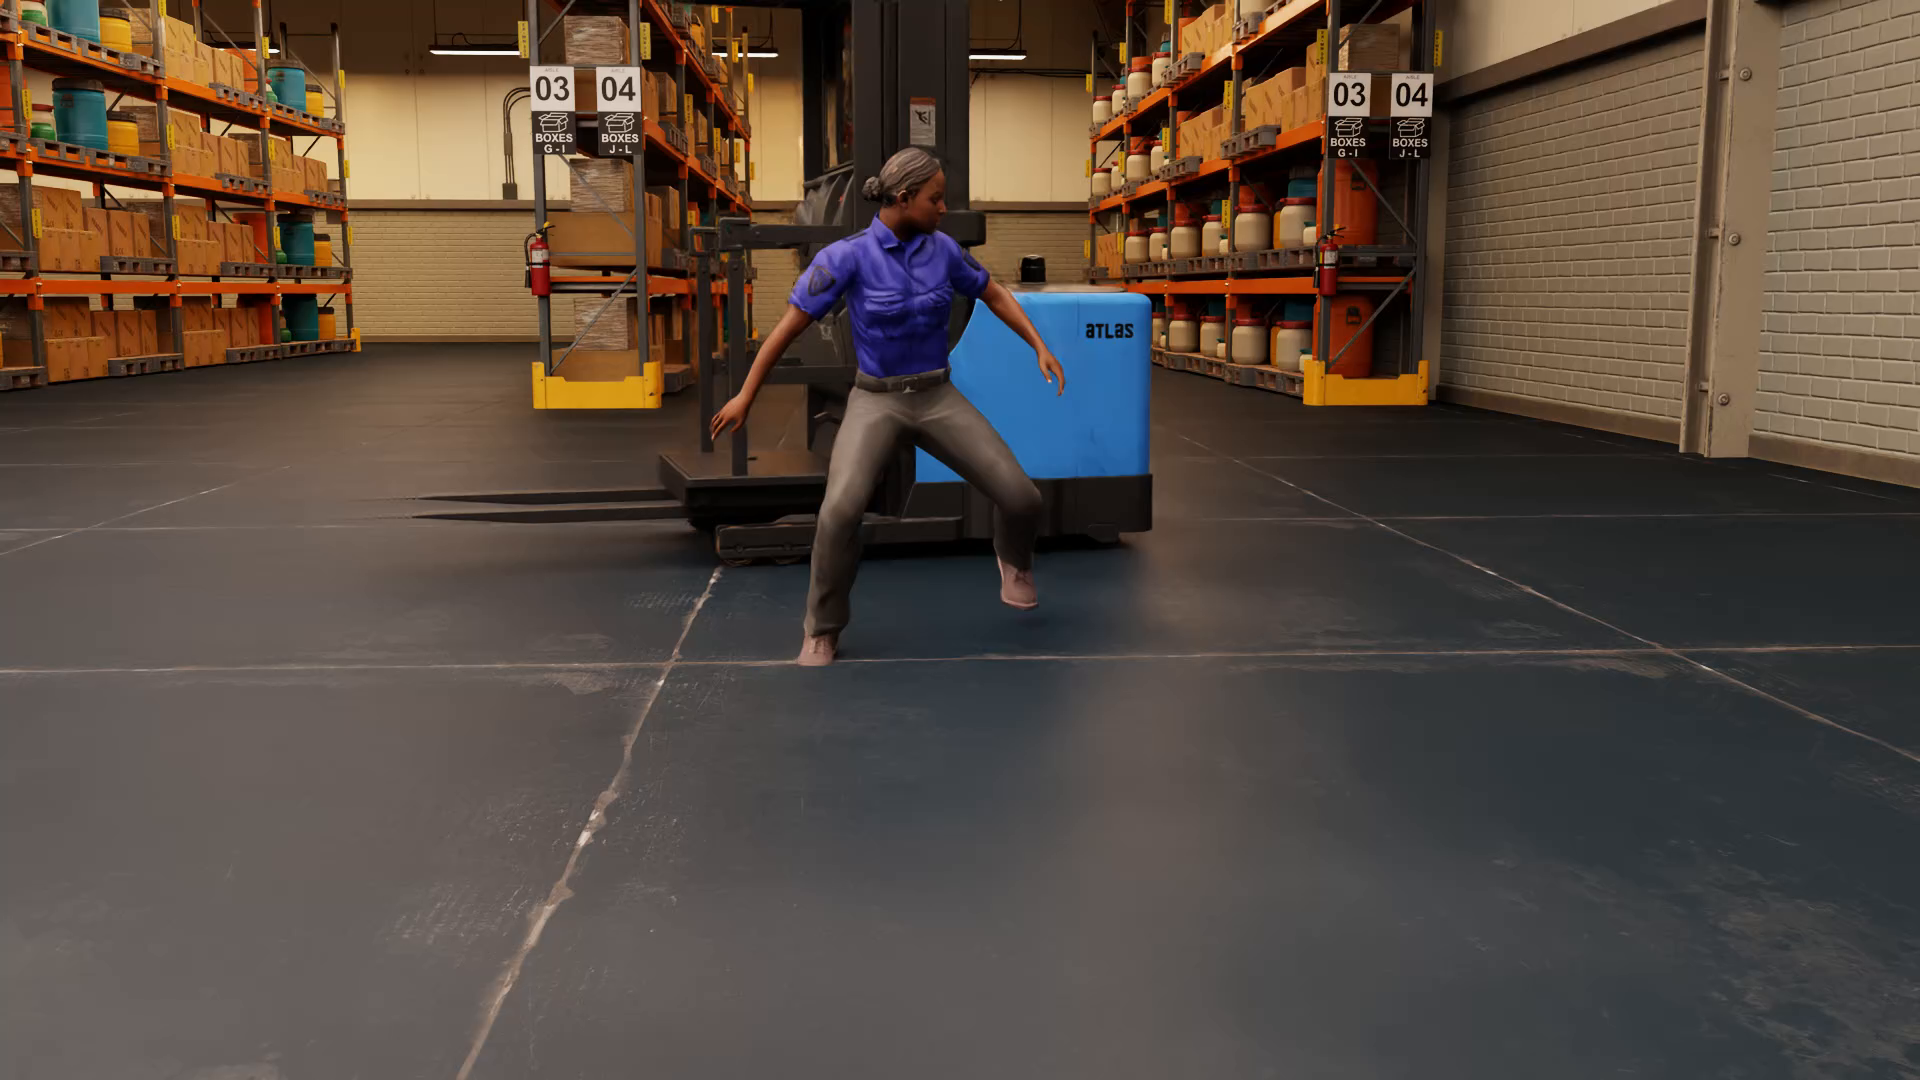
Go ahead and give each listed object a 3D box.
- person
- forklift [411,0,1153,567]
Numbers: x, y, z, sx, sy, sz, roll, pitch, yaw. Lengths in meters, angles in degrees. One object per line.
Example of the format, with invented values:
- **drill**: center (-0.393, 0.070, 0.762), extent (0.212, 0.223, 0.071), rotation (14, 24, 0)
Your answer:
- **person**: center (-0.201, -0.385, 5.017), extent (1.079, 1.555, 0.480), rotation (-4, 9, -24)
- **forklift**: center (-0.752, -1.430, 6.959), extent (3.031, 2.935, 1.130), rotation (-2, 9, -16)
